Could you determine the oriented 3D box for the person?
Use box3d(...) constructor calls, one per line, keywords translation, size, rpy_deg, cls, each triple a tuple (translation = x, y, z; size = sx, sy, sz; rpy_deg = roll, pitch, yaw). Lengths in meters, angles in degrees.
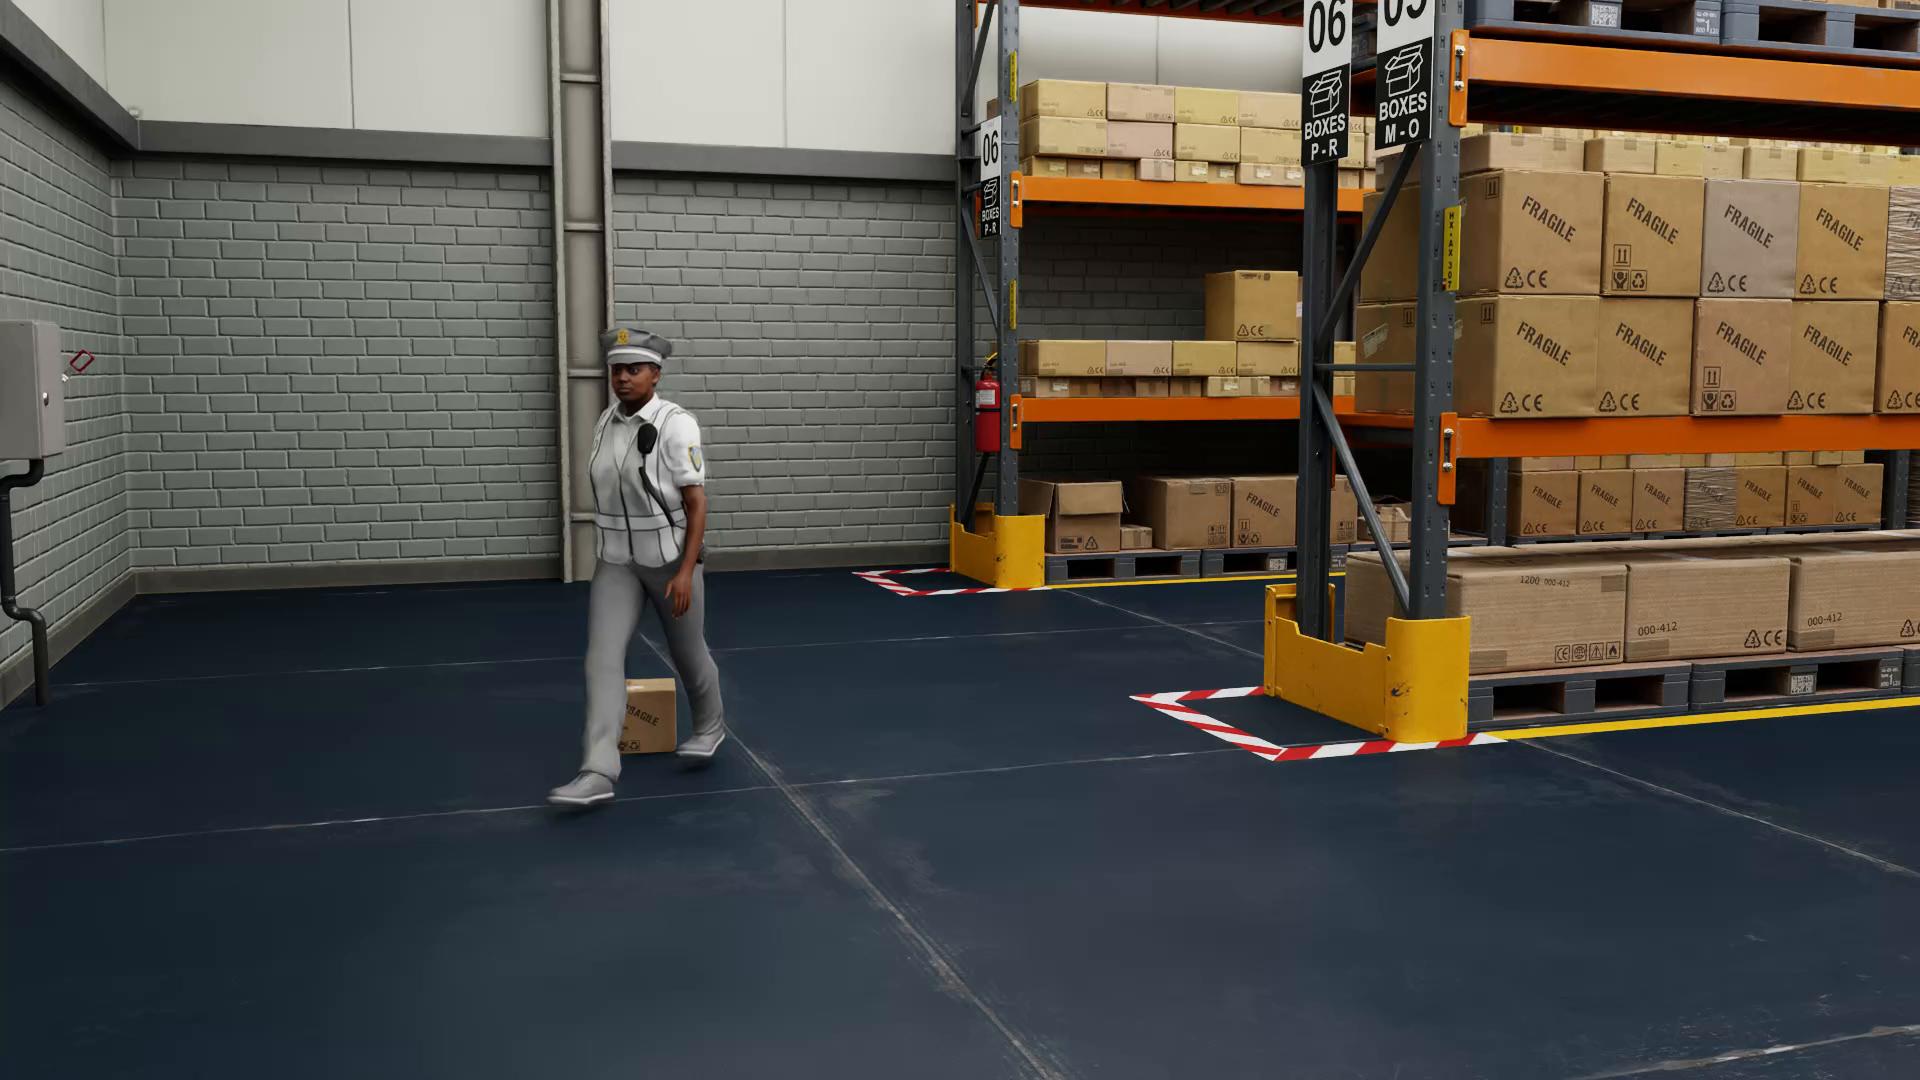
box3d(translation=(-1.096, 0.066, 5.861), size=(0.476, 1.618, 1.032), rpy_deg=(2, 6, 15), cls="person")
